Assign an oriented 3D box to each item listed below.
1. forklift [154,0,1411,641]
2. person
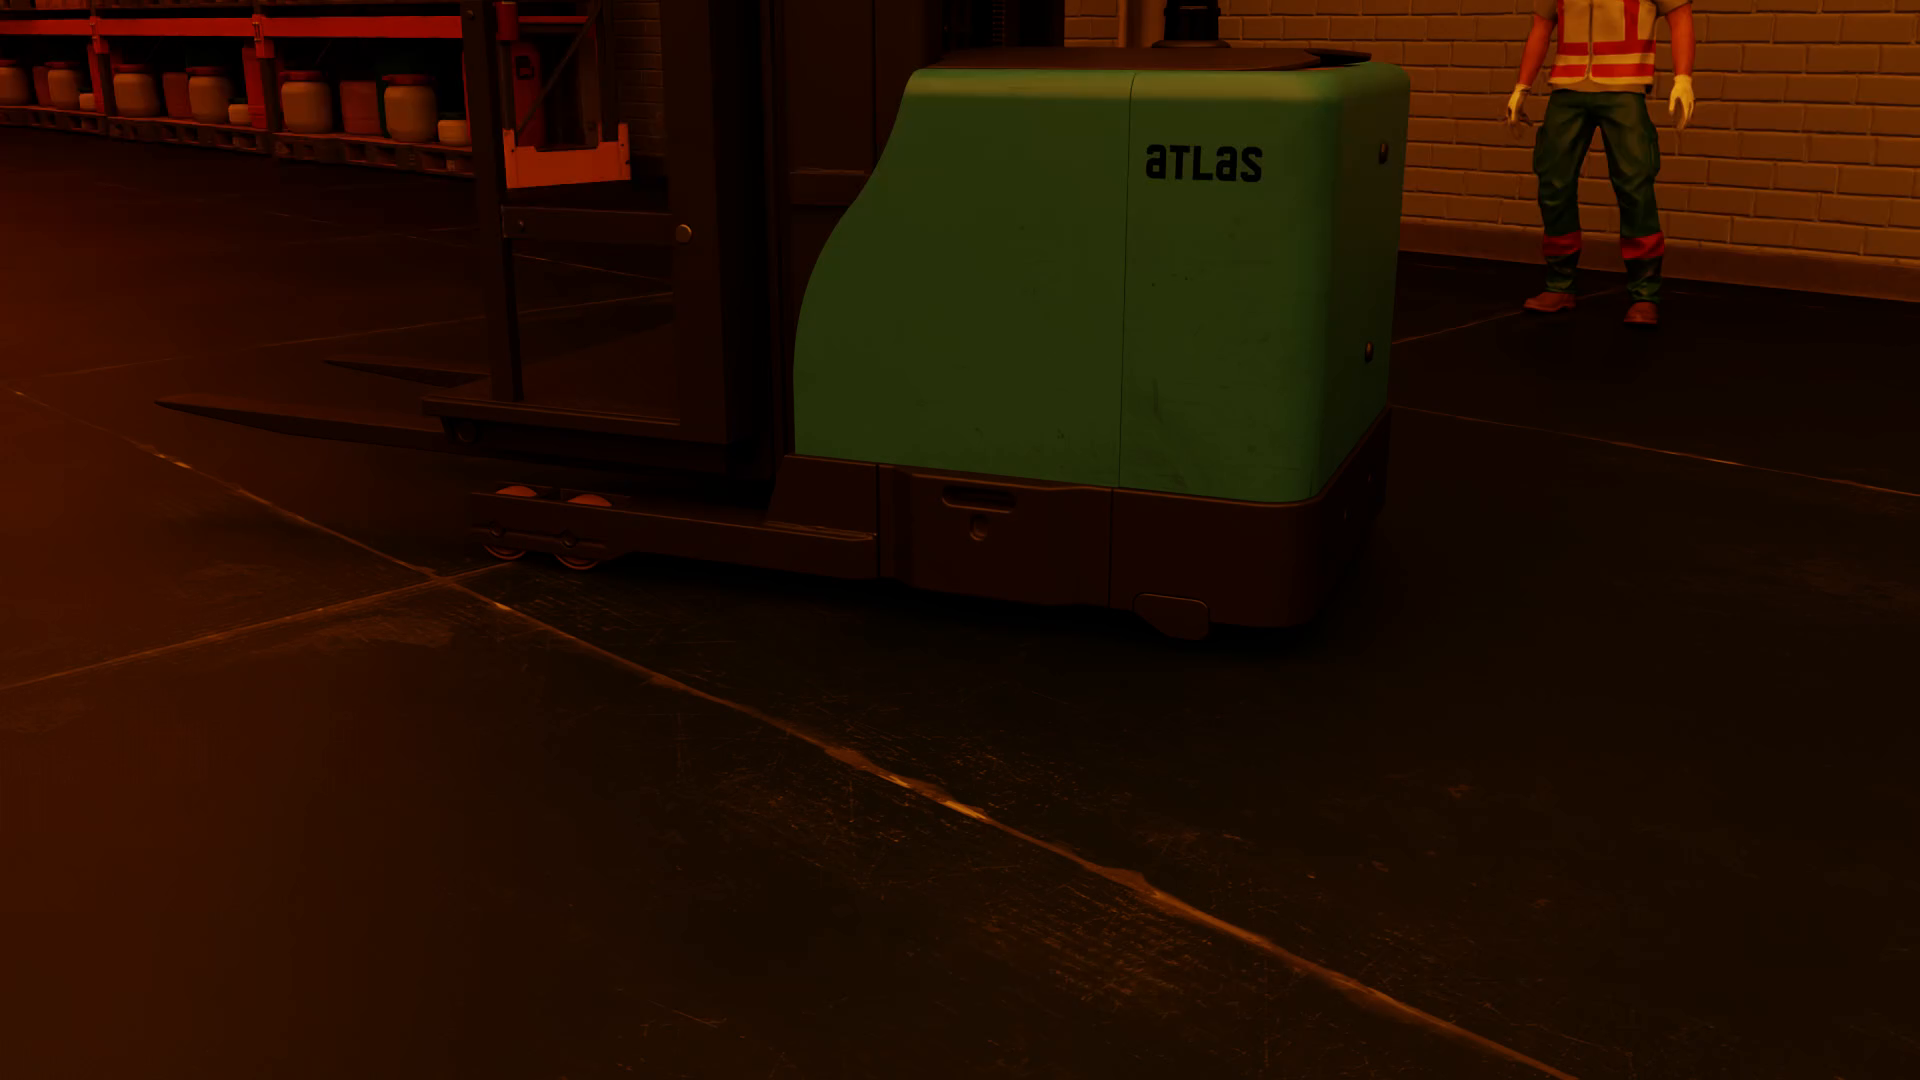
[{"bbox_3d":[-0.563,-1.469,3.684,3.031,2.935,1.130,7,18,21],"label":"forklift"},{"bbox_3d":[2.566,-1.780,6.682,0.771,1.763,0.419,13,21,36],"label":"person"}]
